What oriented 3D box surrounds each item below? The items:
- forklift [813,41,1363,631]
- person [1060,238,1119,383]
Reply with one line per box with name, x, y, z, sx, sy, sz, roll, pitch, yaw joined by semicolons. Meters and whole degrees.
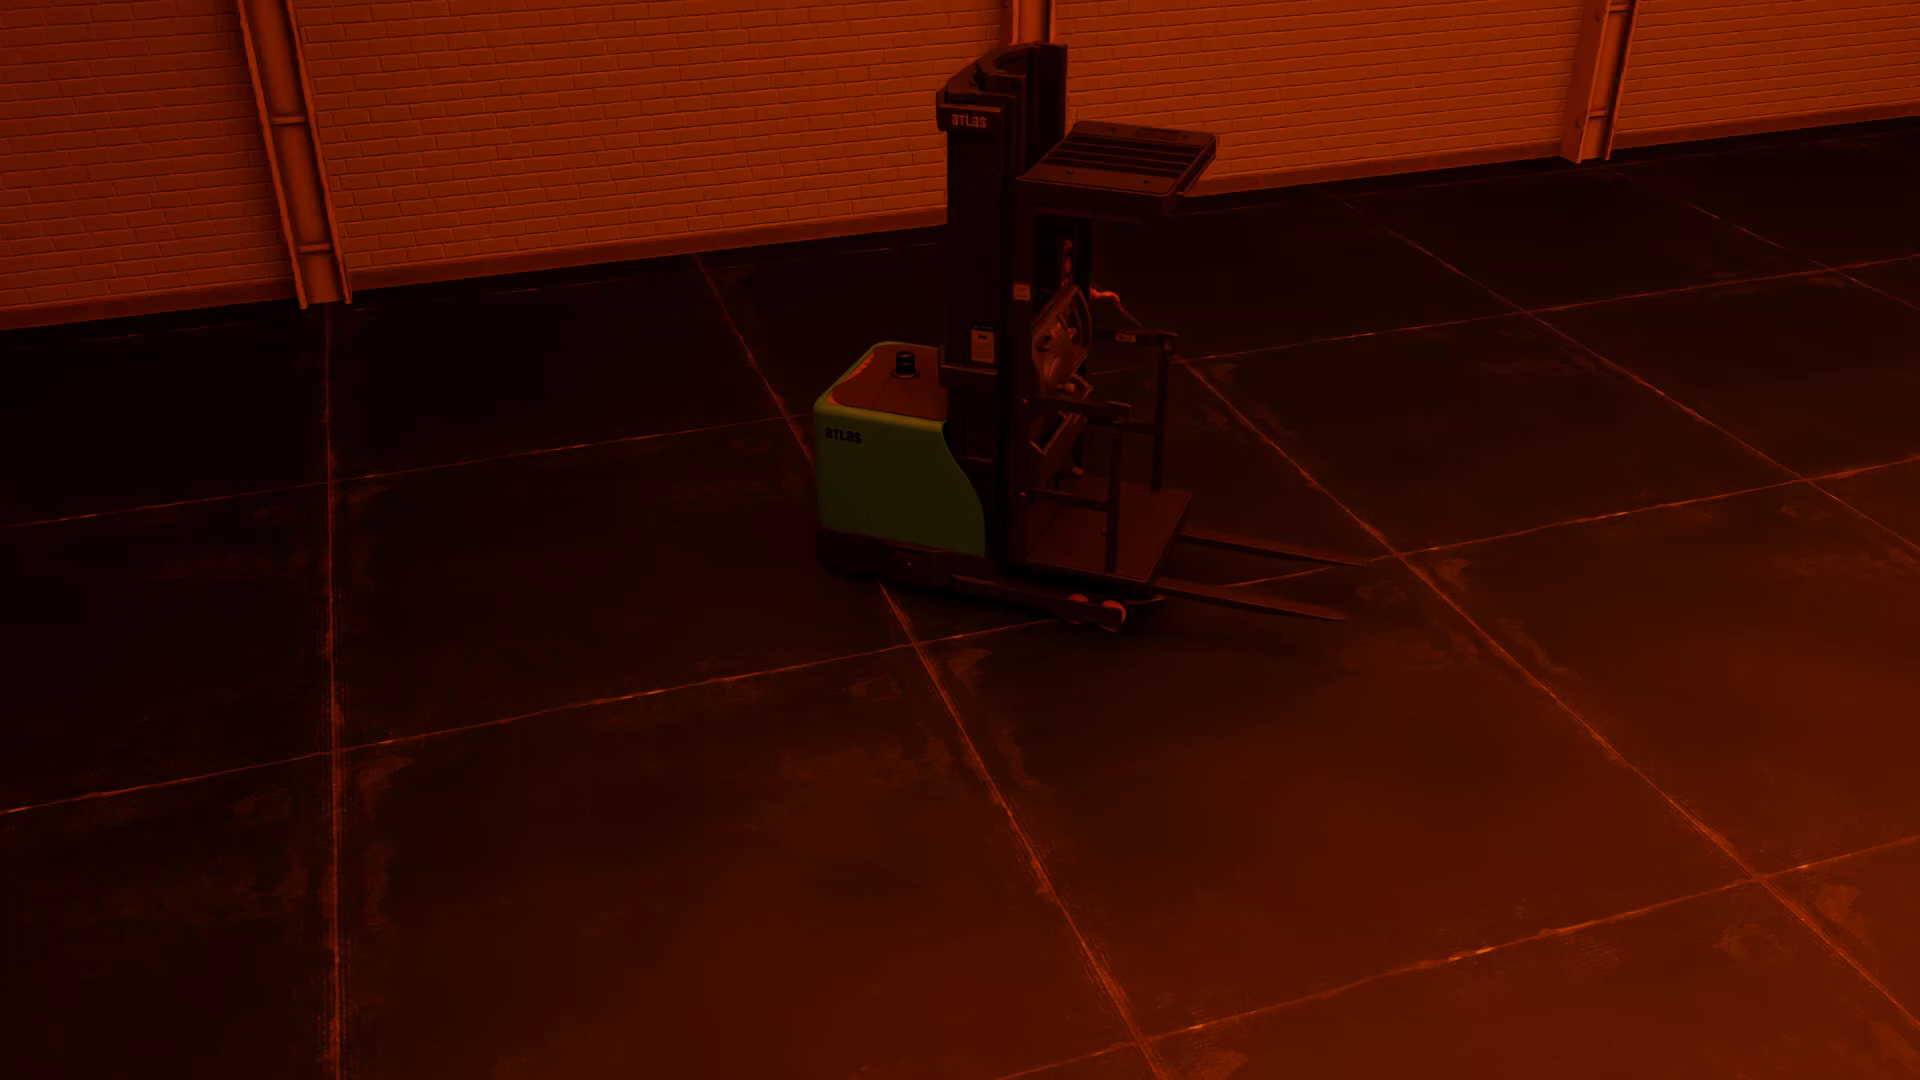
forklift;0.738;-1.069;8.944;3.031;2.935;1.130;10;32;17
person;0.630;-1.217;10.760;0.853;1.414;0.913;-4;30;-7
